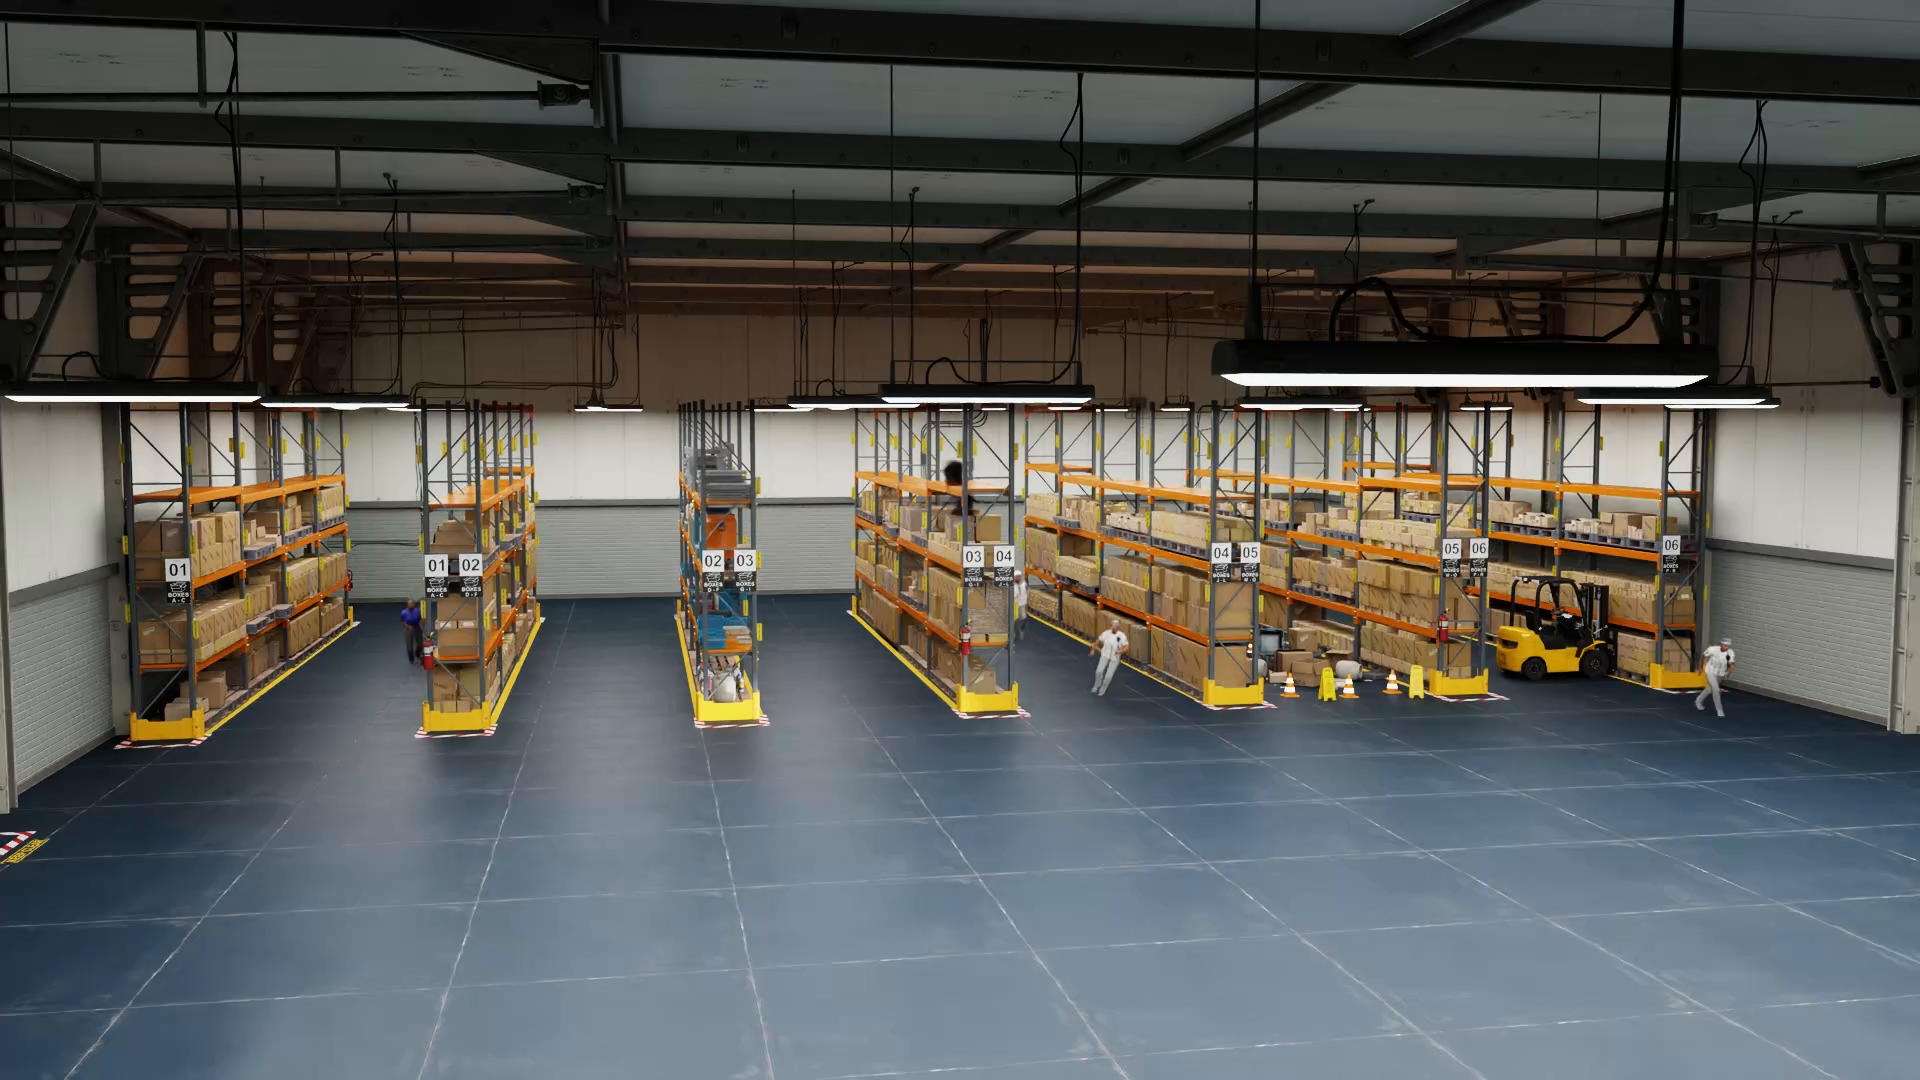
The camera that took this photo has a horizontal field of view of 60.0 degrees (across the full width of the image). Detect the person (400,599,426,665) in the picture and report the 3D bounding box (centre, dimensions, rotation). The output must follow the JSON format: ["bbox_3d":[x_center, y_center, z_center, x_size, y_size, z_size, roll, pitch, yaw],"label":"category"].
[{"bbox_3d":[-12.464,2.098,37.914,0.567,1.544,0.732,-2,5,-21],"label":"person"}]

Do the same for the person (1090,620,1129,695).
[{"bbox_3d":[3.040,2.398,33.851,0.801,1.563,0.609,0,4,6],"label":"person"}]

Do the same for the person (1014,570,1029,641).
[{"bbox_3d":[1.479,1.658,42.243,0.625,1.805,0.813,-1,4,-9],"label":"person"}]

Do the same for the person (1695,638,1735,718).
[{"bbox_3d":[14.383,2.567,31.730,0.585,1.515,0.989,0,4,-1],"label":"person"}]
